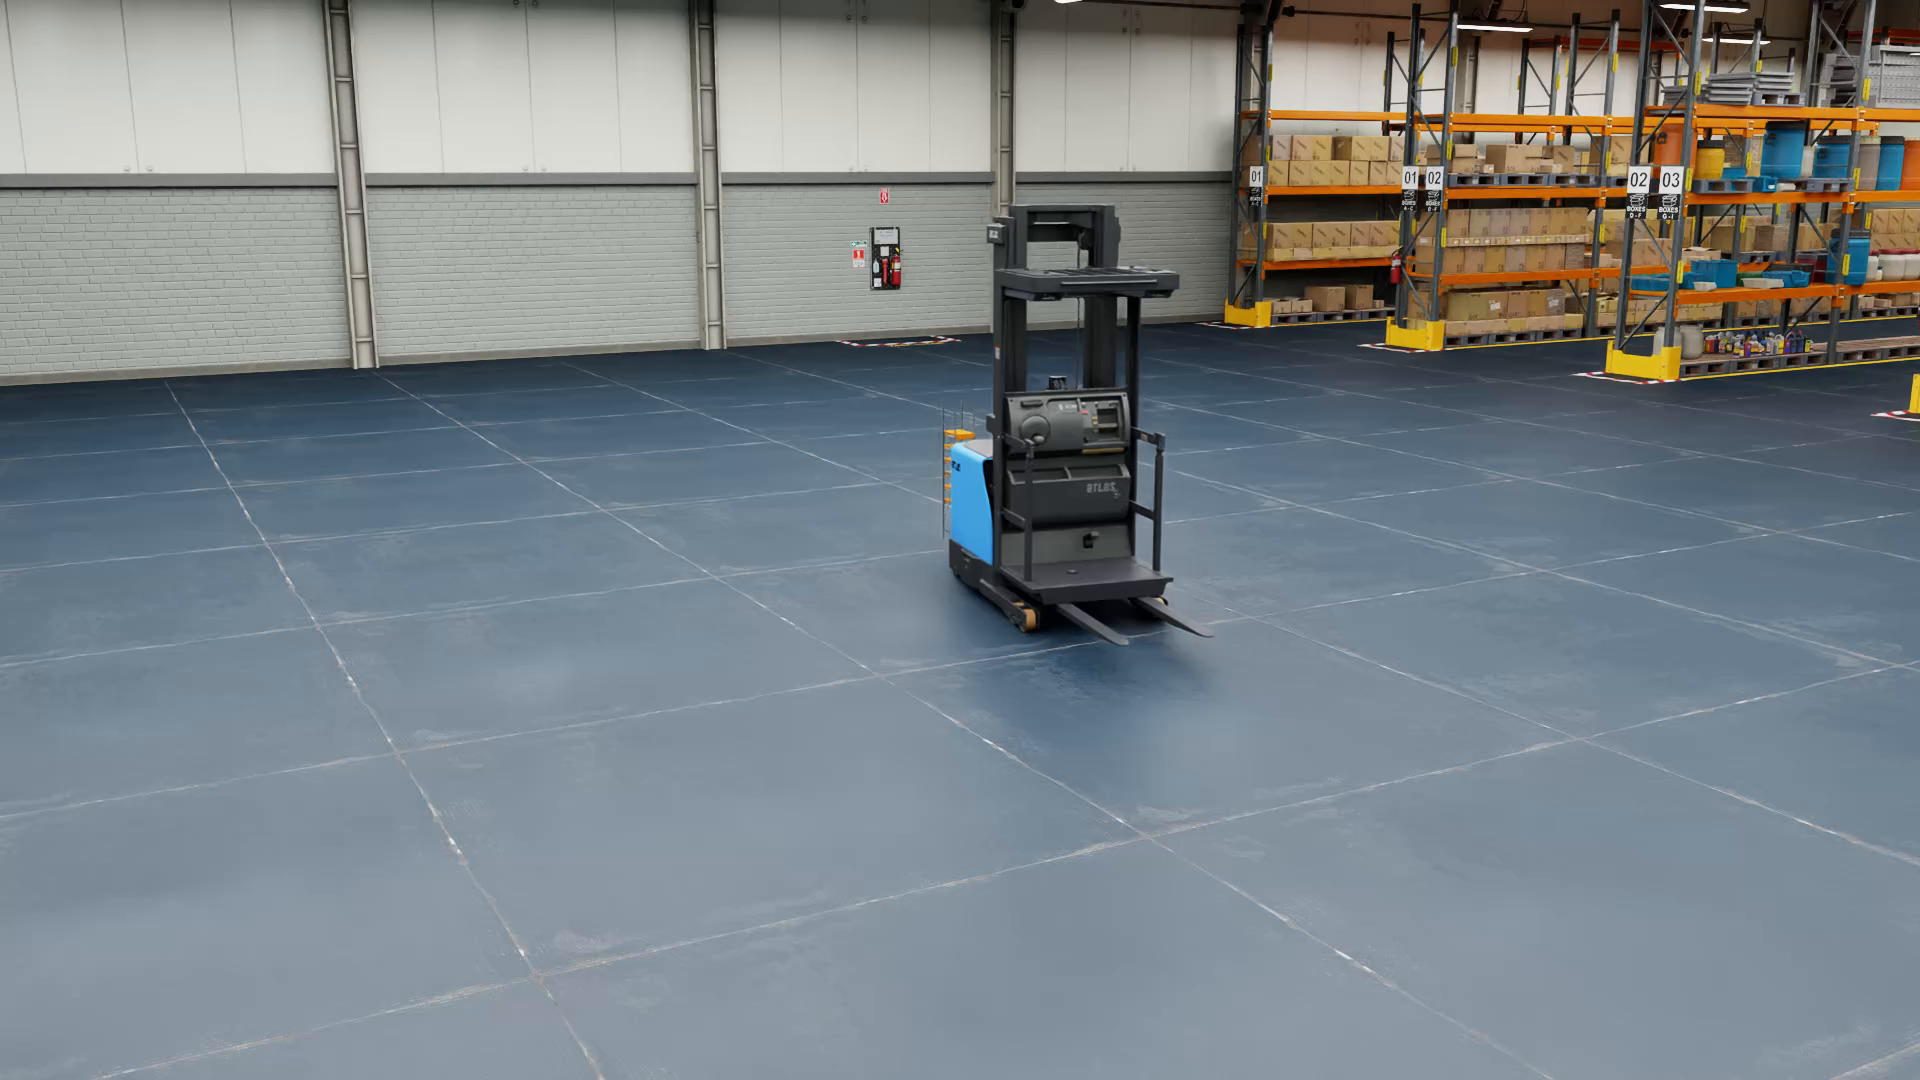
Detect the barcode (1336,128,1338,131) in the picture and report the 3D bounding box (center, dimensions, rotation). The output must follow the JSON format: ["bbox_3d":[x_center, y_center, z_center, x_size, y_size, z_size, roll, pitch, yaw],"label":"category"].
[{"bbox_3d":[7.978,-8.683,35.201,0.075,0.075,0.001,-7,14,-28],"label":"barcode"}]

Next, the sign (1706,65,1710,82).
[{"bbox_3d":[15.023,-9.347,33.341,0.005,0.325,0.100,-7,14,-28],"label":"sign"}]

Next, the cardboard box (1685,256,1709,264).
[{"bbox_3d":[14.635,-5.552,33.021,0.250,0.149,0.380,-7,14,-28],"label":"cardboard box"}]

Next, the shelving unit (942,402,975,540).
[{"bbox_3d":[-0.013,-0.584,14.471,0.189,1.200,0.258,-7,14,-28],"label":"shelving unit"}]

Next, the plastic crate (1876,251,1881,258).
[{"bbox_3d":[16.097,-4.788,28.907,0.583,0.464,0.402,-7,14,-28],"label":"plastic crate"}]

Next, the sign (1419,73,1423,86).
[{"bbox_3d":[9.648,-9.671,34.778,0.005,0.325,0.100,-7,14,-28],"label":"sign"}]

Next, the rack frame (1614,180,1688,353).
[{"bbox_3d":[10.640,-4.026,25.667,0.127,3.000,1.000,-7,14,-28],"label":"rack frame"}]

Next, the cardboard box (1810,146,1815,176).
[{"bbox_3d":[17.156,-7.830,34.325,0.600,0.600,0.600,-7,15,-30],"label":"cardboard box"}]

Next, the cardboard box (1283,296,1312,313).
[{"bbox_3d":[7.044,-4.954,34.911,0.500,0.311,0.500,-6,14,-23],"label":"cardboard box"}]

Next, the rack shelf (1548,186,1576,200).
[{"bbox_3d":[14.670,-8.100,38.575,4.000,0.370,1.077,-7,14,-28],"label":"rack shelf"}]

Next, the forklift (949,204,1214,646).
[{"bbox_3d":[0.861,-0.880,11.845,1.130,2.935,3.031,-4,13,-18],"label":"forklift"}]

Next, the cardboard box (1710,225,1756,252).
[{"bbox_3d":[15.790,-6.164,33.984,0.700,0.500,0.500,11,17,41],"label":"cardboard box"}]

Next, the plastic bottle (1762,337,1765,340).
[{"bbox_3d":[13.076,-3.163,27.017,0.133,0.283,0.061,-7,14,-28],"label":"plastic bottle"}]

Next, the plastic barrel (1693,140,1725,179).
[{"bbox_3d":[11.580,-5.931,25.913,0.600,0.588,0.600,0,13,0],"label":"plastic barrel"}]

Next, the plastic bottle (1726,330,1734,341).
[{"bbox_3d":[12.705,-3.300,27.471,0.185,0.351,0.144,-7,14,-28],"label":"plastic bottle"}]

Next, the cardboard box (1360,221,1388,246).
[{"bbox_3d":[8.702,-6.496,35.229,0.500,0.500,0.500,-7,14,-28],"label":"cardboard box"}]

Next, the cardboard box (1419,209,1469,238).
[{"bbox_3d":[8.732,-5.715,29.989,0.500,0.500,0.700,-7,14,-28],"label":"cardboard box"}]

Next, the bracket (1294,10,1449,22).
[{"bbox_3d":[8.889,-11.105,35.259,4.783,0.066,0.076,-7,14,-28],"label":"bracket"}]

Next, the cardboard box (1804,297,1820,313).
[{"bbox_3d":[17.628,-5.029,34.812,0.500,0.500,0.500,-7,14,-27],"label":"cardboard box"}]

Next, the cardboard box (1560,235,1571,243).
[{"bbox_3d":[11.198,-5.644,31.149,0.250,0.149,0.380,-7,15,-30],"label":"cardboard box"}]

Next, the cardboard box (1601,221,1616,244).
[{"bbox_3d":[14.817,-7.144,38.571,0.500,0.500,0.500,-6,14,-26],"label":"cardboard box"}]

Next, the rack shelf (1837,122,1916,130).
[{"bbox_3d":[20.558,-9.028,35.876,4.000,0.370,1.077,-7,14,-28],"label":"rack shelf"}]

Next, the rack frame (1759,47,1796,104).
[{"bbox_3d":[19.937,-10.545,40.972,0.127,3.000,1.000,-7,14,-28],"label":"rack frame"}]

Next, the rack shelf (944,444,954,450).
[{"bbox_3d":[-0.013,-0.775,14.428,0.180,0.103,0.258,-7,14,-28],"label":"rack shelf"}]

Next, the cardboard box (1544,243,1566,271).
[{"bbox_3d":[10.934,-5.346,31.305,0.500,0.500,0.700,-7,14,-28],"label":"cardboard box"}]

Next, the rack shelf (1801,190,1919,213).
[{"bbox_3d":[15.906,-5.770,28.222,4.000,0.370,1.077,-7,14,-28],"label":"rack shelf"}]

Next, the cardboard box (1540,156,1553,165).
[{"bbox_3d":[10.738,-7.036,31.138,0.500,0.311,0.500,-8,15,-31],"label":"cardboard box"}]

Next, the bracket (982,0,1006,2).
[{"bbox_3d":[0.632,-10.115,30.862,0.430,0.232,0.235,-7,14,-28],"label":"bracket"}]

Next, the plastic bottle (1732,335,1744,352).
[{"bbox_3d":[12.798,-3.237,27.364,0.135,0.276,0.152,-7,14,-28],"label":"plastic bottle"}]

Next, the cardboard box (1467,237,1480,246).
[{"bbox_3d":[9.167,-5.400,30.069,0.250,0.149,0.380,-7,14,-28],"label":"cardboard box"}]

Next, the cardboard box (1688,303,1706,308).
[{"bbox_3d":[14.497,-4.801,33.140,0.500,0.311,0.500,-7,14,-29],"label":"cardboard box"}]

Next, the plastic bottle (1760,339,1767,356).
[{"bbox_3d":[12.947,-3.108,26.801,0.097,0.271,0.097,0,13,0],"label":"plastic bottle"}]

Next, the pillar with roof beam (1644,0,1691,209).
[{"bbox_3d":[18.688,-9.535,36.483,0.548,9.000,9.100,-7,14,-28],"label":"pillar with roof beam"}]

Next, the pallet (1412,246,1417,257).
[{"bbox_3d":[10.144,-6.315,36.275,1.213,0.211,1.003,-7,14,-28],"label":"pallet"}]

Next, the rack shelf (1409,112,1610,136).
[{"bbox_3d":[10.025,-7.572,30.310,4.000,0.370,1.077,-7,14,-28],"label":"rack shelf"}]

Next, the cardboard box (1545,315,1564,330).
[{"bbox_3d":[11.035,-4.124,31.407,0.500,0.250,0.500,-7,14,-28],"label":"cardboard box"}]

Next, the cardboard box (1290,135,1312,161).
[{"bbox_3d":[6.812,-7.982,33.862,0.500,0.500,0.500,-7,14,-29],"label":"cardboard box"}]

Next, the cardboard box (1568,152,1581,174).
[{"bbox_3d":[13.753,-8.632,38.071,0.500,0.500,0.700,-8,15,-31],"label":"cardboard box"}]

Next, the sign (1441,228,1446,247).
[{"bbox_3d":[8.530,-5.335,29.329,0.005,0.325,0.100,-7,14,-28],"label":"sign"}]

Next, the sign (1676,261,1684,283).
[{"bbox_3d":[10.900,-4.055,25.164,0.005,0.325,0.100,-7,14,-28],"label":"sign"}]

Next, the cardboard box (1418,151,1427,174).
[{"bbox_3d":[9.922,-8.115,35.821,0.500,0.500,0.500,-5,13,-20],"label":"cardboard box"}]

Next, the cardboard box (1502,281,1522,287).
[{"bbox_3d":[12.308,-5.686,37.736,0.500,0.500,0.700,-7,14,-27],"label":"cardboard box"}]

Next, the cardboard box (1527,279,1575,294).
[{"bbox_3d":[13.623,-5.985,38.312,0.750,0.750,0.750,-7,14,-29],"label":"cardboard box"}]

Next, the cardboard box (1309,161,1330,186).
[{"bbox_3d":[7.248,-7.549,34.217,0.500,0.500,0.500,-6,14,-25],"label":"cardboard box"}]

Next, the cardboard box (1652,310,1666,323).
[{"bbox_3d":[13.603,-4.422,32.732,0.500,0.250,0.500,-7,14,-27],"label":"cardboard box"}]

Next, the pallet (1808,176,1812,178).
[{"bbox_3d":[17.288,-7.451,34.479,1.003,0.211,1.213,-7,14,-28],"label":"pallet"}]

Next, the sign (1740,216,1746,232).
[{"bbox_3d":[15.560,-6.281,33.050,0.005,0.325,0.100,-7,14,-28],"label":"sign"}]

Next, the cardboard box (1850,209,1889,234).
[{"bbox_3d":[19.351,-6.776,35.379,0.500,0.500,0.500,-6,14,-26],"label":"cardboard box"}]

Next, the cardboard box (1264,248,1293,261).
[{"bbox_3d":[6.473,-5.862,34.122,0.500,0.250,0.500,-7,15,-29],"label":"cardboard box"}]

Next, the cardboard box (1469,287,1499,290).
[{"bbox_3d":[9.908,-4.485,31.302,0.500,0.500,0.500,-7,14,-28],"label":"cardboard box"}]

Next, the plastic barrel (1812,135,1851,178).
[{"bbox_3d":[14.493,-6.250,27.576,0.708,0.901,0.600,-7,14,-28],"label":"plastic barrel"}]

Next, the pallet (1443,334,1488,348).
[{"bbox_3d":[8.921,-3.709,30.610,1.213,0.211,1.003,-7,14,-28],"label":"pallet"}]
